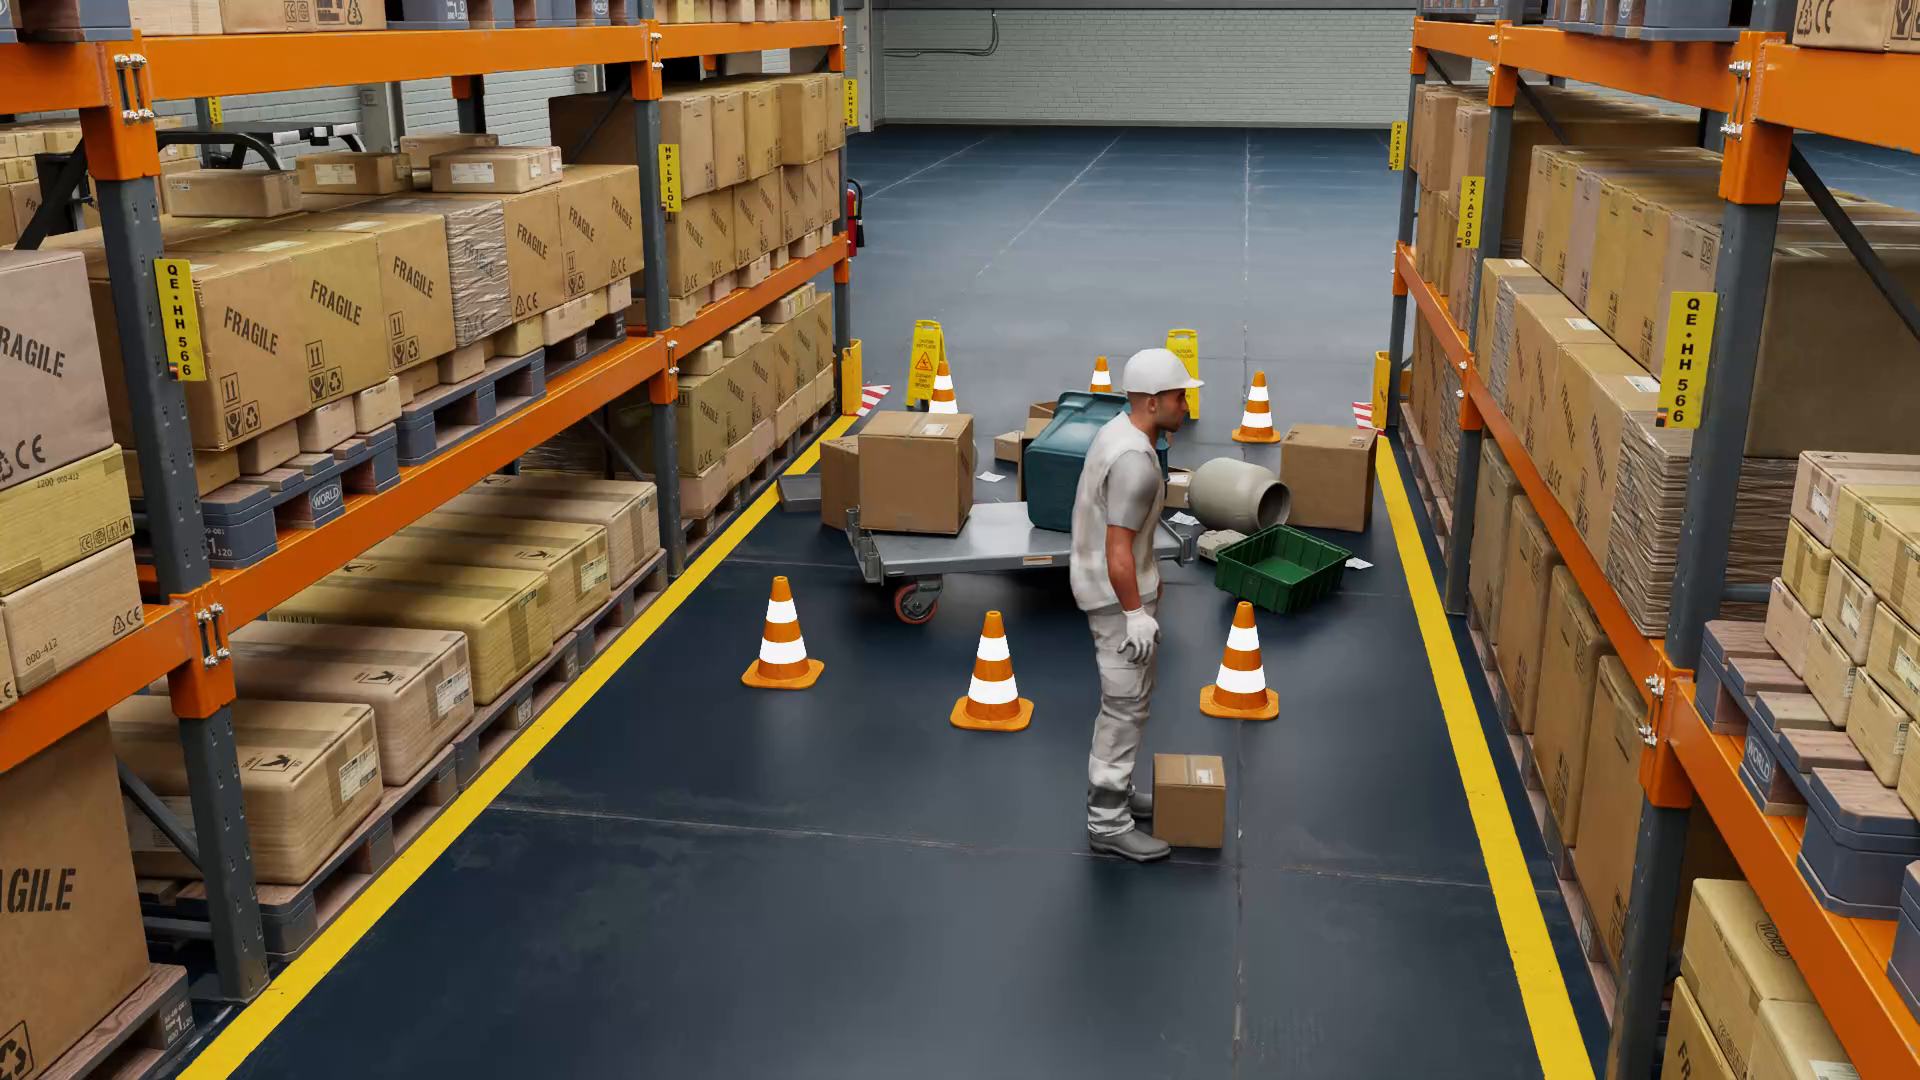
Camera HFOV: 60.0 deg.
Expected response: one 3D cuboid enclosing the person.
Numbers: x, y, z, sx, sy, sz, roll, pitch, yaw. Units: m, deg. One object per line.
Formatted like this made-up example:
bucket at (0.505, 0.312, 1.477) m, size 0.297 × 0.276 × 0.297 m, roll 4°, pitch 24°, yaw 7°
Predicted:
person at (0.608, 0.206, 5.880) m, size 0.446 × 1.780 × 0.620 m, roll 2°, pitch 18°, yaw 6°
